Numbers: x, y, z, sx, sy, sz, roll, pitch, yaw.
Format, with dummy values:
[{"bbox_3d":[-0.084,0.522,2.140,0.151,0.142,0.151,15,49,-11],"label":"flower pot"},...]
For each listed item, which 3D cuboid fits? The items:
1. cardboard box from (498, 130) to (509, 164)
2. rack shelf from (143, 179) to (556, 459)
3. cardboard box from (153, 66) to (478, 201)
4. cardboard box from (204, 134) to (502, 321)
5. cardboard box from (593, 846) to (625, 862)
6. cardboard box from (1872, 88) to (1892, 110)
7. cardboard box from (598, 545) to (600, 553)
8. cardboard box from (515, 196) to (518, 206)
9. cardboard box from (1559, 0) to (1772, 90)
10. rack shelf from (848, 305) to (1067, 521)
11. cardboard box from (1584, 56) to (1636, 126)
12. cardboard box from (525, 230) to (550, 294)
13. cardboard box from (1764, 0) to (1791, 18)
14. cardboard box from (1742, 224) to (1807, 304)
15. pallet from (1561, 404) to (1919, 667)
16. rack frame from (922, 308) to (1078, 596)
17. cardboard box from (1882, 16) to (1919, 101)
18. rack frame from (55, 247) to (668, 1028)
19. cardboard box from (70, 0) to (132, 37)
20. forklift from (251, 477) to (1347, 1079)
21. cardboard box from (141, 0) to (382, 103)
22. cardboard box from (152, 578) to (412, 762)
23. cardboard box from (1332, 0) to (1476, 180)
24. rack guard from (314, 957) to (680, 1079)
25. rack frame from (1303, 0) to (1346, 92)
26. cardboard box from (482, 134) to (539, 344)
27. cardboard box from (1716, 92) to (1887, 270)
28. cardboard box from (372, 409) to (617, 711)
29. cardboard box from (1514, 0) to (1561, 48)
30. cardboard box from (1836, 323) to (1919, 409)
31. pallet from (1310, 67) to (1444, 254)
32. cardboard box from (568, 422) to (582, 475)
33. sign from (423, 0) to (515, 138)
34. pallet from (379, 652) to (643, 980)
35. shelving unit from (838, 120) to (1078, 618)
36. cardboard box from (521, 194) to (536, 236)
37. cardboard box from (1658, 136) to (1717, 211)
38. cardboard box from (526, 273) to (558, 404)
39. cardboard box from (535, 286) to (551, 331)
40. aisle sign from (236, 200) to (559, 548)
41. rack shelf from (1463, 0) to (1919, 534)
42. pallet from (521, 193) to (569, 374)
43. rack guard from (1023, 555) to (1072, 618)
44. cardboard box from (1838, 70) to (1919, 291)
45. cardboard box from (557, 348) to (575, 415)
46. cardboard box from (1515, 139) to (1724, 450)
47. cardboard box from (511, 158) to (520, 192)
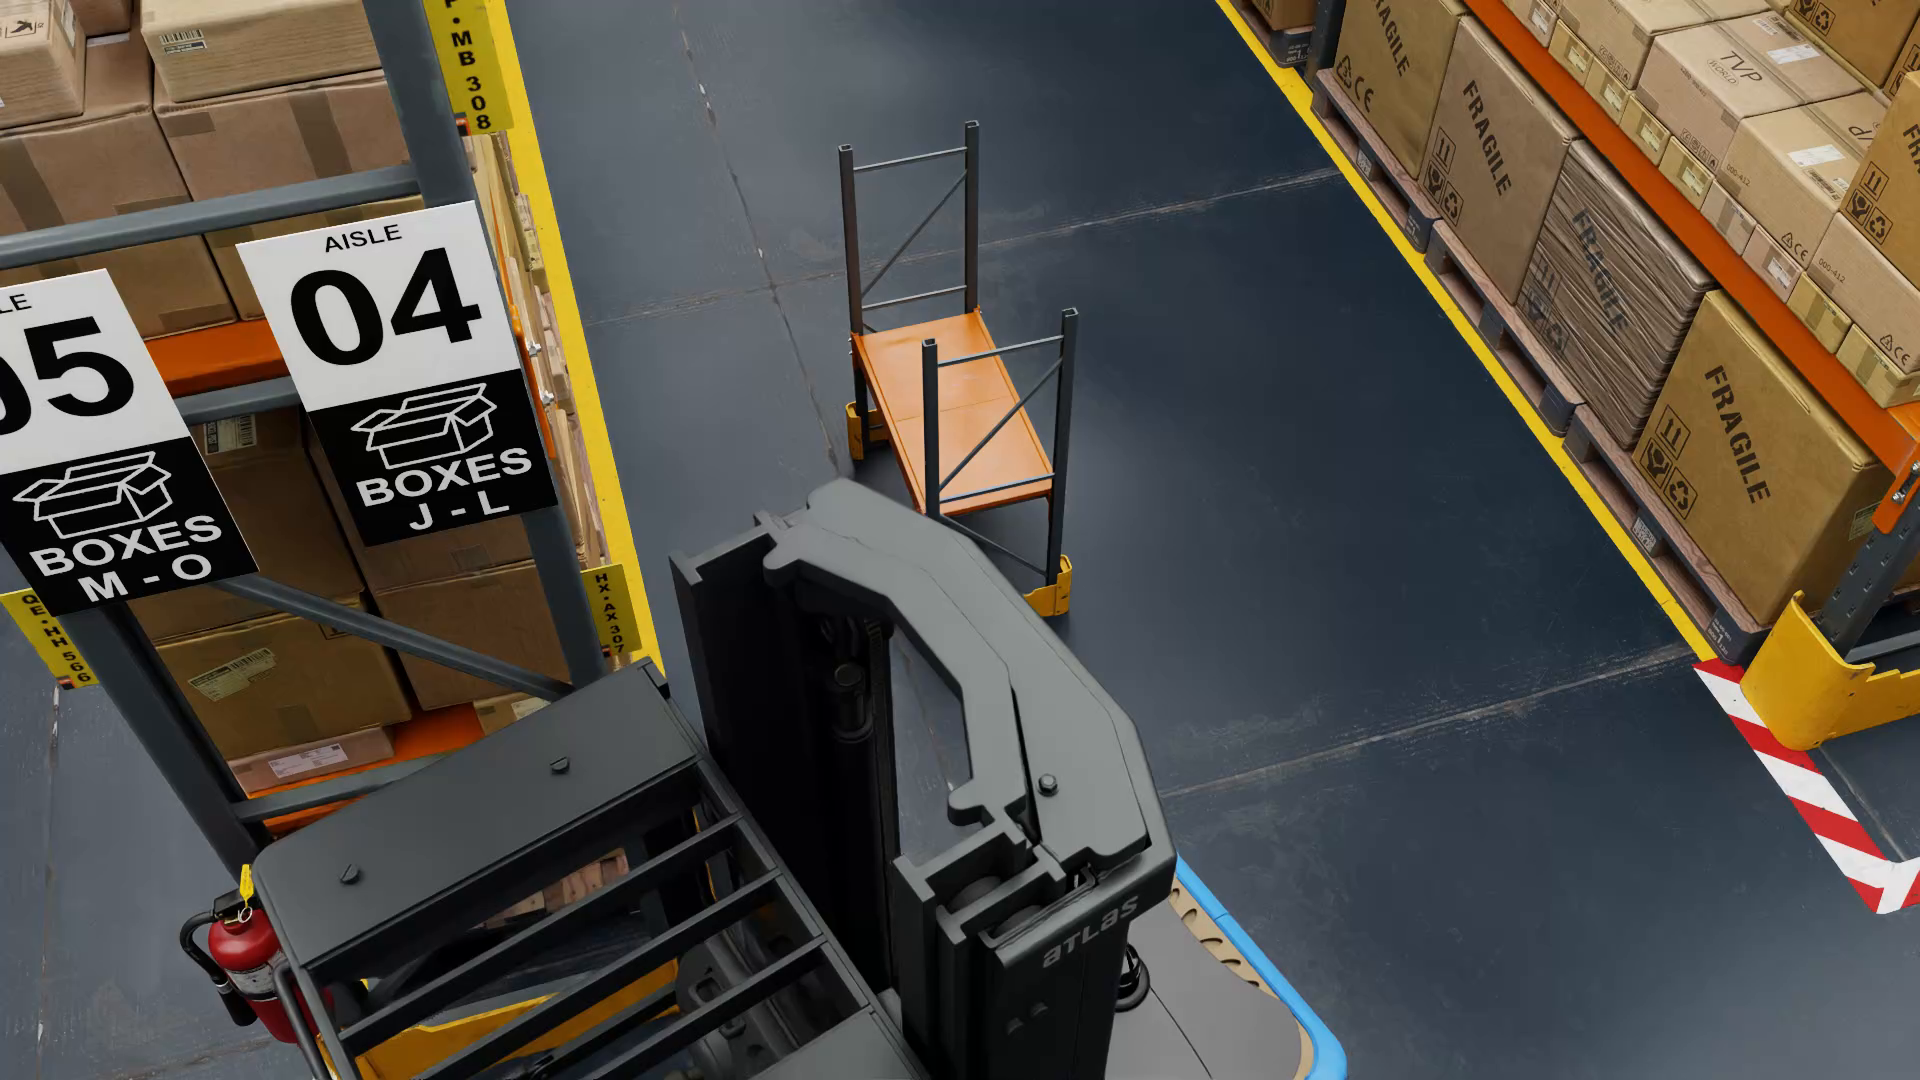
[{"bbox_3d":[-1.651,-1.393,4.838,0.500,0.500,0.500,-15,51,-12],"label":"cardboard box"},{"bbox_3d":[-1.921,-1.626,4.458,1.077,0.370,4.000,-13,51,-11],"label":"rack shelf"},{"bbox_3d":[-1.214,-0.897,3.143,0.500,0.250,0.500,-13,51,-10],"label":"cardboard box"},{"bbox_3d":[-1.218,-0.735,3.334,0.500,0.250,0.500,-12,51,-10],"label":"cardboard box"},{"bbox_3d":[-1.179,0.898,5.411,0.380,0.149,0.250,-12,51,-10],"label":"cardboard box"},{"bbox_3d":[3.394,-1.316,5.591,0.500,0.250,0.500,-14,51,-11],"label":"cardboard box"},{"bbox_3d":[-1.256,-0.046,4.781,0.380,0.149,0.250,-15,51,-12],"label":"cardboard box"},{"bbox_3d":[-2.045,-1.382,6.944,0.380,0.149,0.250,-13,51,-11],"label":"cardboard box"},{"bbox_3d":[2.583,-1.942,6.118,0.500,0.250,0.500,-13,51,-11],"label":"cardboard box"},{"bbox_3d":[-0.025,-0.430,6.156,0.538,0.185,1.000,-13,51,-11],"label":"rack shelf"},{"bbox_3d":[2.566,-1.700,6.175,0.380,0.149,0.250,-12,51,-10],"label":"cardboard box"},{"bbox_3d":[-1.928,-1.120,6.917,0.380,0.149,0.250,-15,51,-12],"label":"cardboard box"},{"bbox_3d":[3.090,-2.063,6.221,0.500,0.250,0.500,-14,51,-12],"label":"cardboard box"},{"bbox_3d":[2.866,-0.957,5.549,0.380,0.149,0.250,-13,51,-11],"label":"cardboard box"},{"bbox_3d":[3.127,-0.146,6.525,1.003,0.211,1.213,-13,51,-11],"label":"pallet"},{"bbox_3d":[0.125,-0.174,5.706,0.500,1.500,0.032,-13,51,-11],"label":"rack frame"},{"bbox_3d":[3.406,-1.545,5.293,0.500,0.500,0.500,-14,51,-12],"label":"cardboard box"},{"bbox_3d":[-1.330,0.569,4.098,1.000,3.000,0.127,-13,51,-11],"label":"rack frame"},{"bbox_3d":[-1.709,-1.013,2.980,0.380,0.149,0.250,-13,51,-10],"label":"cardboard box"},{"bbox_3d":[-0.535,1.348,3.486,3.031,2.935,1.130,-27,55,-21],"label":"forklift"},{"bbox_3d":[-1.208,-0.927,2.908,0.380,0.149,0.250,-14,51,-11],"label":"cardboard box"},{"bbox_3d":[-1.709,0.171,4.174,0.500,0.500,0.500,-12,51,-10],"label":"cardboard box"},{"bbox_3d":[2.374,-2.350,7.674,0.875,0.875,0.875,-13,51,-11],"label":"cardboard box"},{"bbox_3d":[-1.352,1.319,5.100,1.175,0.500,0.348,-13,51,-11],"label":"rack guard"},{"bbox_3d":[2.255,-3.400,7.444,1.000,3.000,0.127,-13,51,-11],"label":"rack frame"},{"bbox_3d":[-1.364,-0.636,4.200,0.500,0.500,0.500,-12,51,-10],"label":"cardboard box"},{"bbox_3d":[2.892,-1.191,5.485,0.500,0.250,0.500,-14,51,-12],"label":"cardboard box"},{"bbox_3d":[-1.199,0.051,4.275,0.500,0.500,0.500,-11,51,-9],"label":"cardboard box"},{"bbox_3d":[2.409,-2.081,6.497,0.380,0.149,0.250,-13,51,-11],"label":"cardboard box"},{"bbox_3d":[3.018,-0.583,5.234,0.380,0.149,0.250,-12,51,-10],"label":"cardboard box"},{"bbox_3d":[2.405,-1.928,8.027,1.003,0.211,1.213,-13,51,-11],"label":"pallet"},{"bbox_3d":[-1.568,-0.255,5.994,0.380,0.149,0.250,-13,51,-10],"label":"cardboard box"},{"bbox_3d":[-0.812,-0.802,2.720,0.100,0.325,0.005,-13,51,-11],"label":"sign"},{"bbox_3d":[-1.559,0.811,5.718,1.003,0.211,1.213,-13,51,-11],"label":"pallet"},{"bbox_3d":[-0.023,-0.539,6.013,0.587,1.500,1.083,-13,51,-11],"label":"shelving unit"},{"bbox_3d":[-2.071,-1.359,7.314,0.380,0.149,0.250,-13,51,-11],"label":"cardboard box"},{"bbox_3d":[2.715,-1.329,5.862,0.380,0.149,0.250,-14,51,-12],"label":"cardboard box"},{"bbox_3d":[-1.514,-0.695,4.904,0.500,0.500,0.500,-13,51,-10],"label":"cardboard box"},{"bbox_3d":[-1.794,-0.818,6.468,0.380,0.149,0.250,-16,52,-13],"label":"cardboard box"},{"bbox_3d":[-1.022,-0.283,3.116,0.394,0.787,0.004,-13,51,-11],"label":"aisle sign"},{"bbox_3d":[2.847,-1.707,6.488,1.077,0.370,4.000,-13,51,-11],"label":"rack shelf"},{"bbox_3d":[-2.280,-0.971,7.220,1.003,0.211,1.213,-13,51,-11],"label":"pallet"},{"bbox_3d":[0.125,0.227,6.184,0.587,0.250,0.087,-13,51,-11],"label":"rack guard"},{"bbox_3d":[3.043,-1.064,4.888,0.500,0.500,0.500,-13,51,-11],"label":"cardboard box"},{"bbox_3d":[-1.765,-0.603,6.676,0.380,0.149,0.250,-13,51,-11],"label":"cardboard box"},{"bbox_3d":[2.903,-1.043,6.572,0.875,0.875,0.875,-13,51,-11],"label":"cardboard box"},{"bbox_3d":[-2.116,-1.506,7.243,0.380,0.149,0.250,-12,51,-10],"label":"cardboard box"}]
